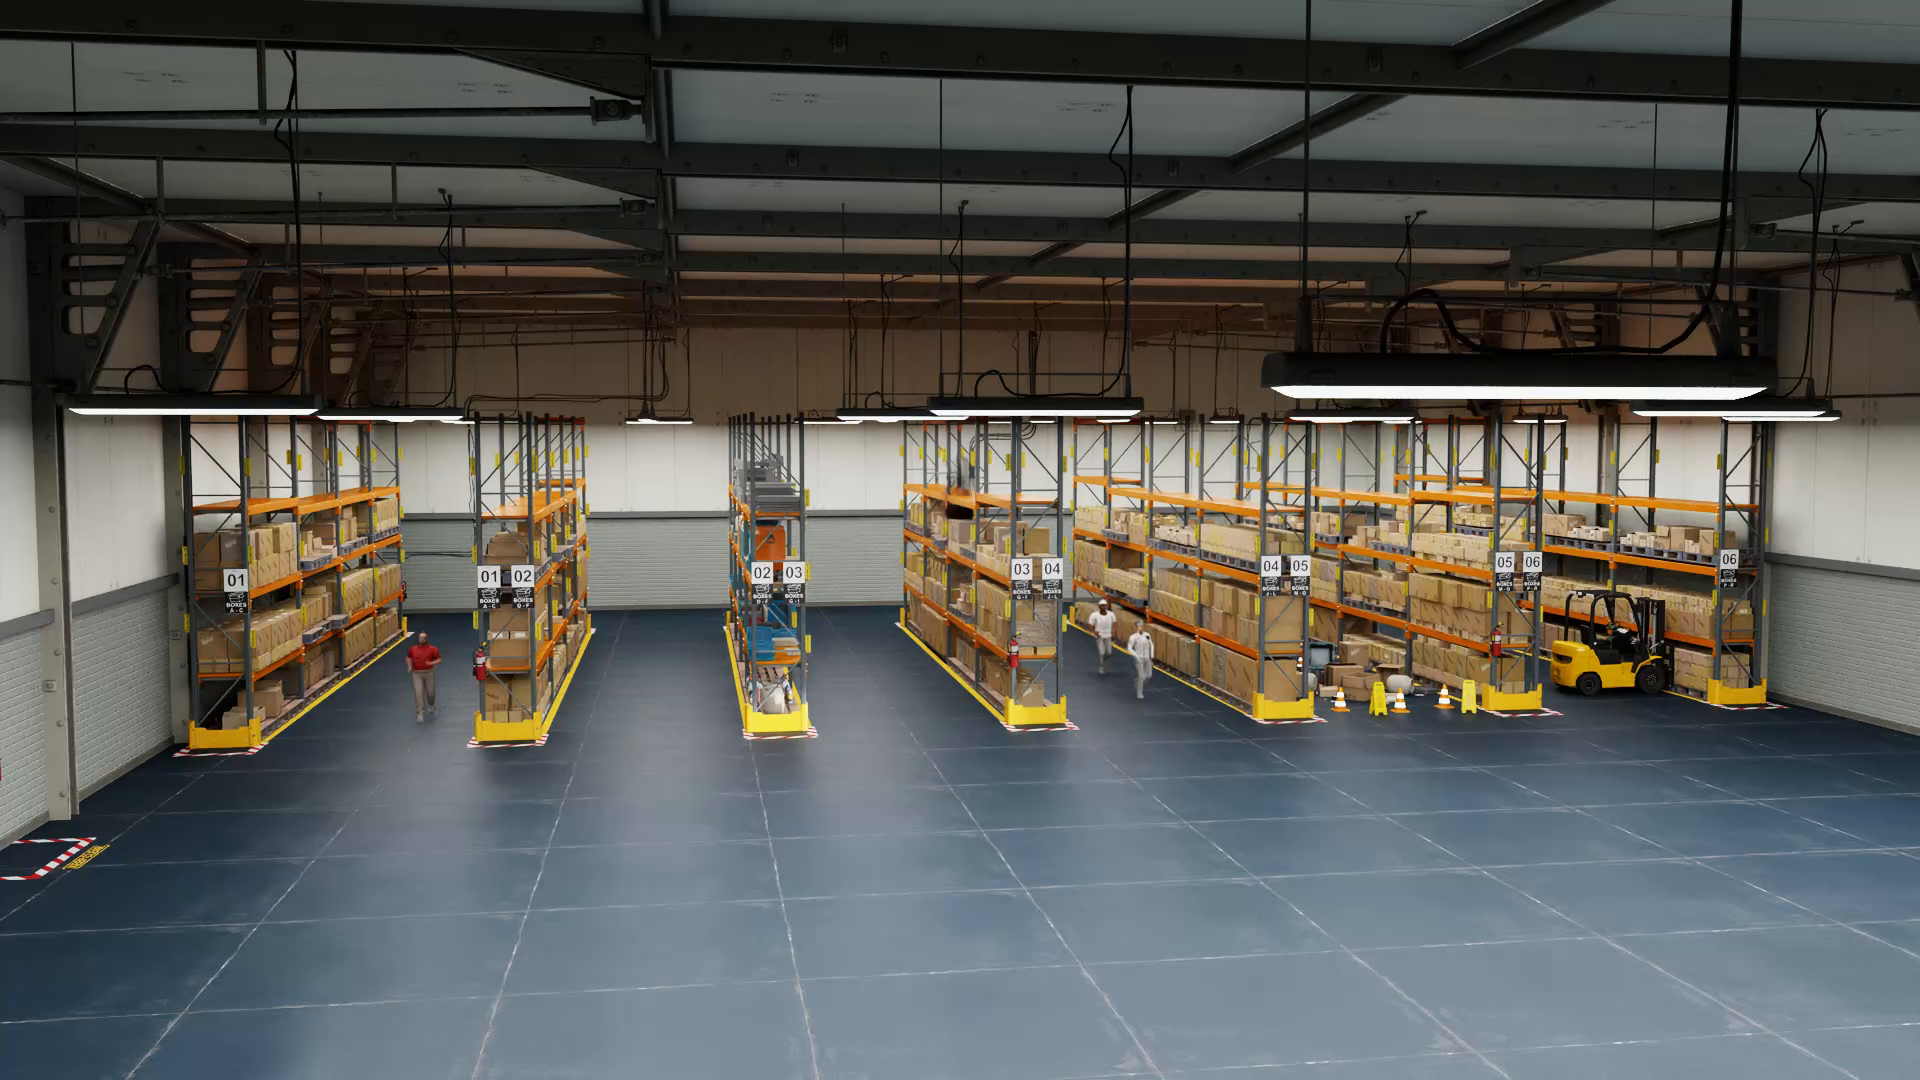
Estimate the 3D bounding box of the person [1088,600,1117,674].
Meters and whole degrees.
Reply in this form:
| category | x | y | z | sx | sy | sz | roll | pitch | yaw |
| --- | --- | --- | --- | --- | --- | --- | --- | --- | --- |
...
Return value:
| category | x | y | z | sx | sy | sz | roll | pitch | yaw |
| --- | --- | --- | --- | --- | --- | --- | --- | --- | --- |
| person | 3.325 | 2.240 | 38.615 | 0.736 | 1.722 | 0.605 | -1 | 4 | -13 |

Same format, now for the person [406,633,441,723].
| category | x | y | z | sx | sy | sz | roll | pitch | yaw |
| --- | --- | --- | --- | --- | --- | --- | --- | --- | --- |
| person | -10.465 | 2.653 | 32.443 | 0.673 | 1.699 | 0.944 | -1 | 4 | -14 |

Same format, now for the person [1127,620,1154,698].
| category | x | y | z | sx | sy | sz | roll | pitch | yaw |
| --- | --- | --- | --- | --- | --- | --- | --- | --- | --- |
| person | 3.849 | 2.512 | 35.155 | 0.623 | 1.664 | 0.459 | -1 | 4 | -18 |
